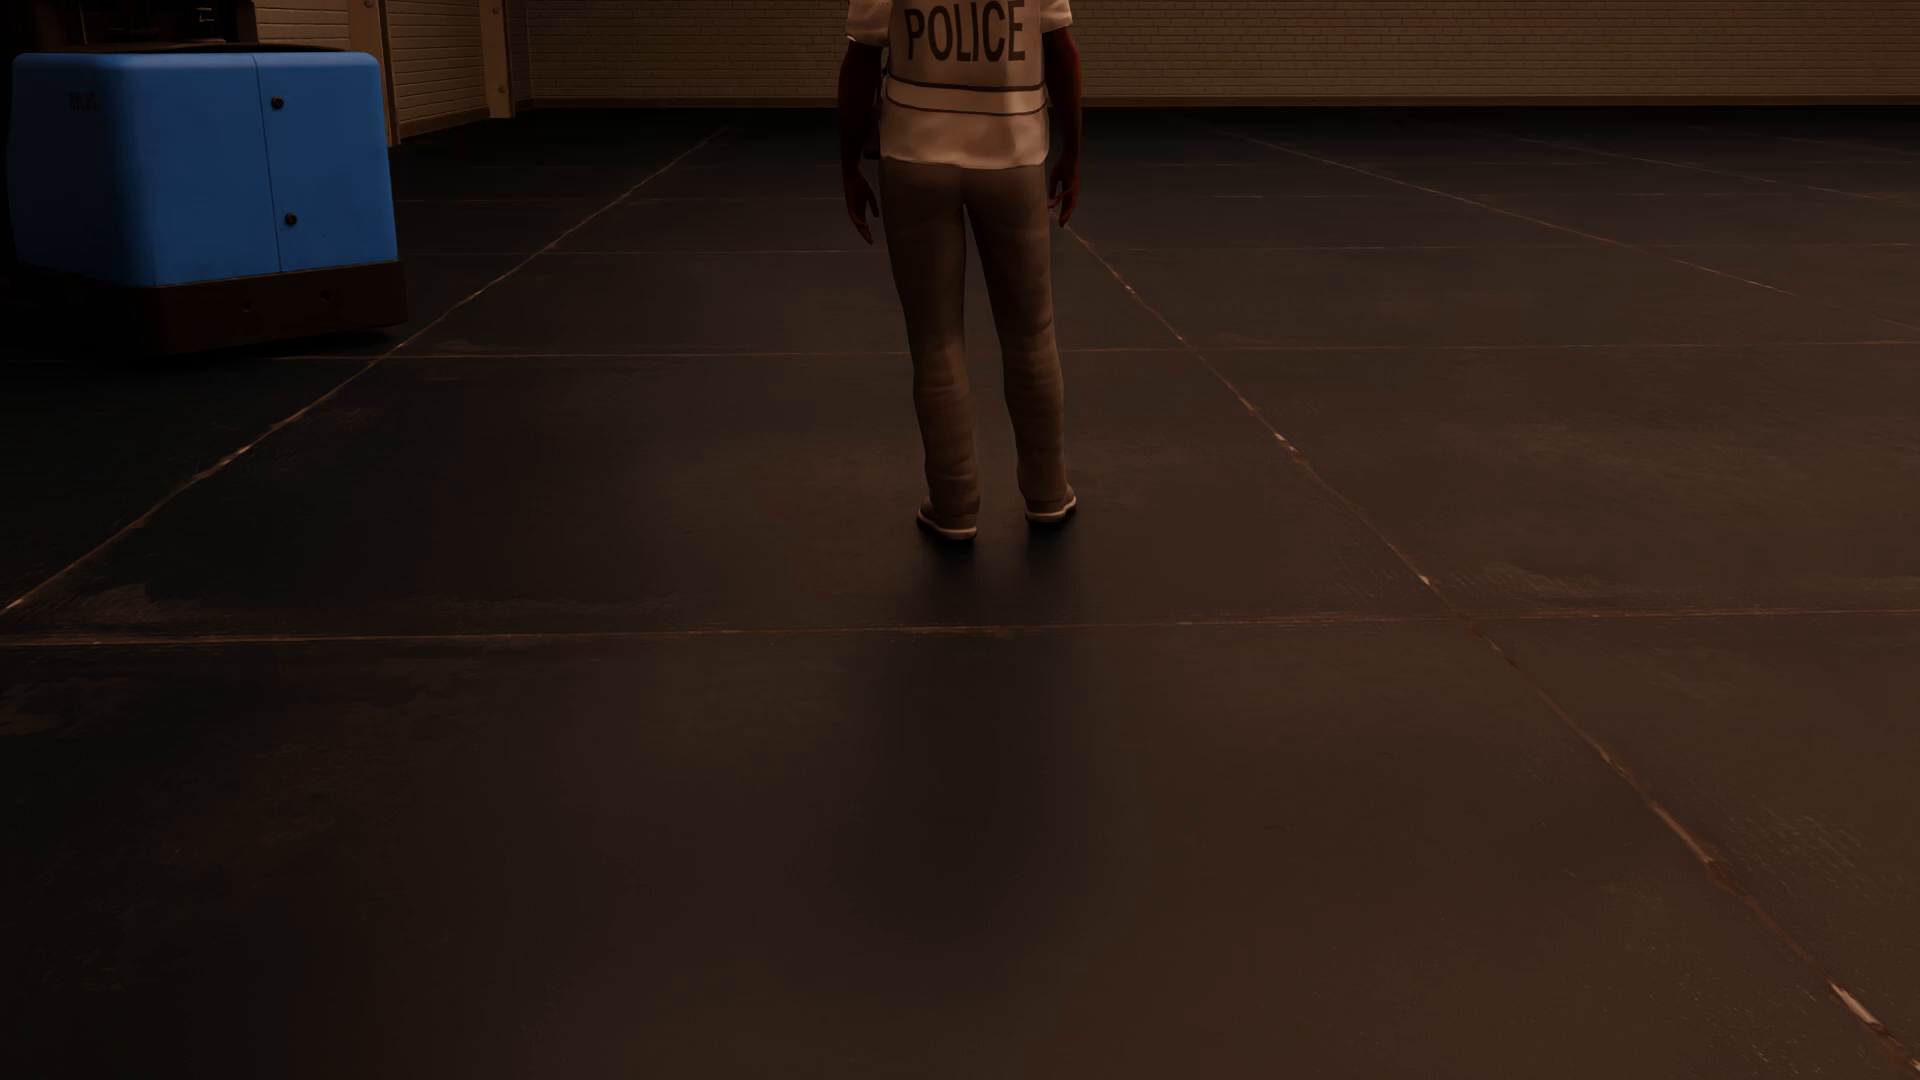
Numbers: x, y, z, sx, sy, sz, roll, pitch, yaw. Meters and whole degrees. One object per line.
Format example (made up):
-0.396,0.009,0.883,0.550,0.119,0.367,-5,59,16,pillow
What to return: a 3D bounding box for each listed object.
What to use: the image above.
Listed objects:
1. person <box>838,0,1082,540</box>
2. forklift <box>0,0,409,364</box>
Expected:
0.015,-0.840,3.741,0.570,1.697,0.528,-1,17,-3,person
-3.575,-2.361,6.625,3.031,2.935,1.130,15,22,39,forklift
